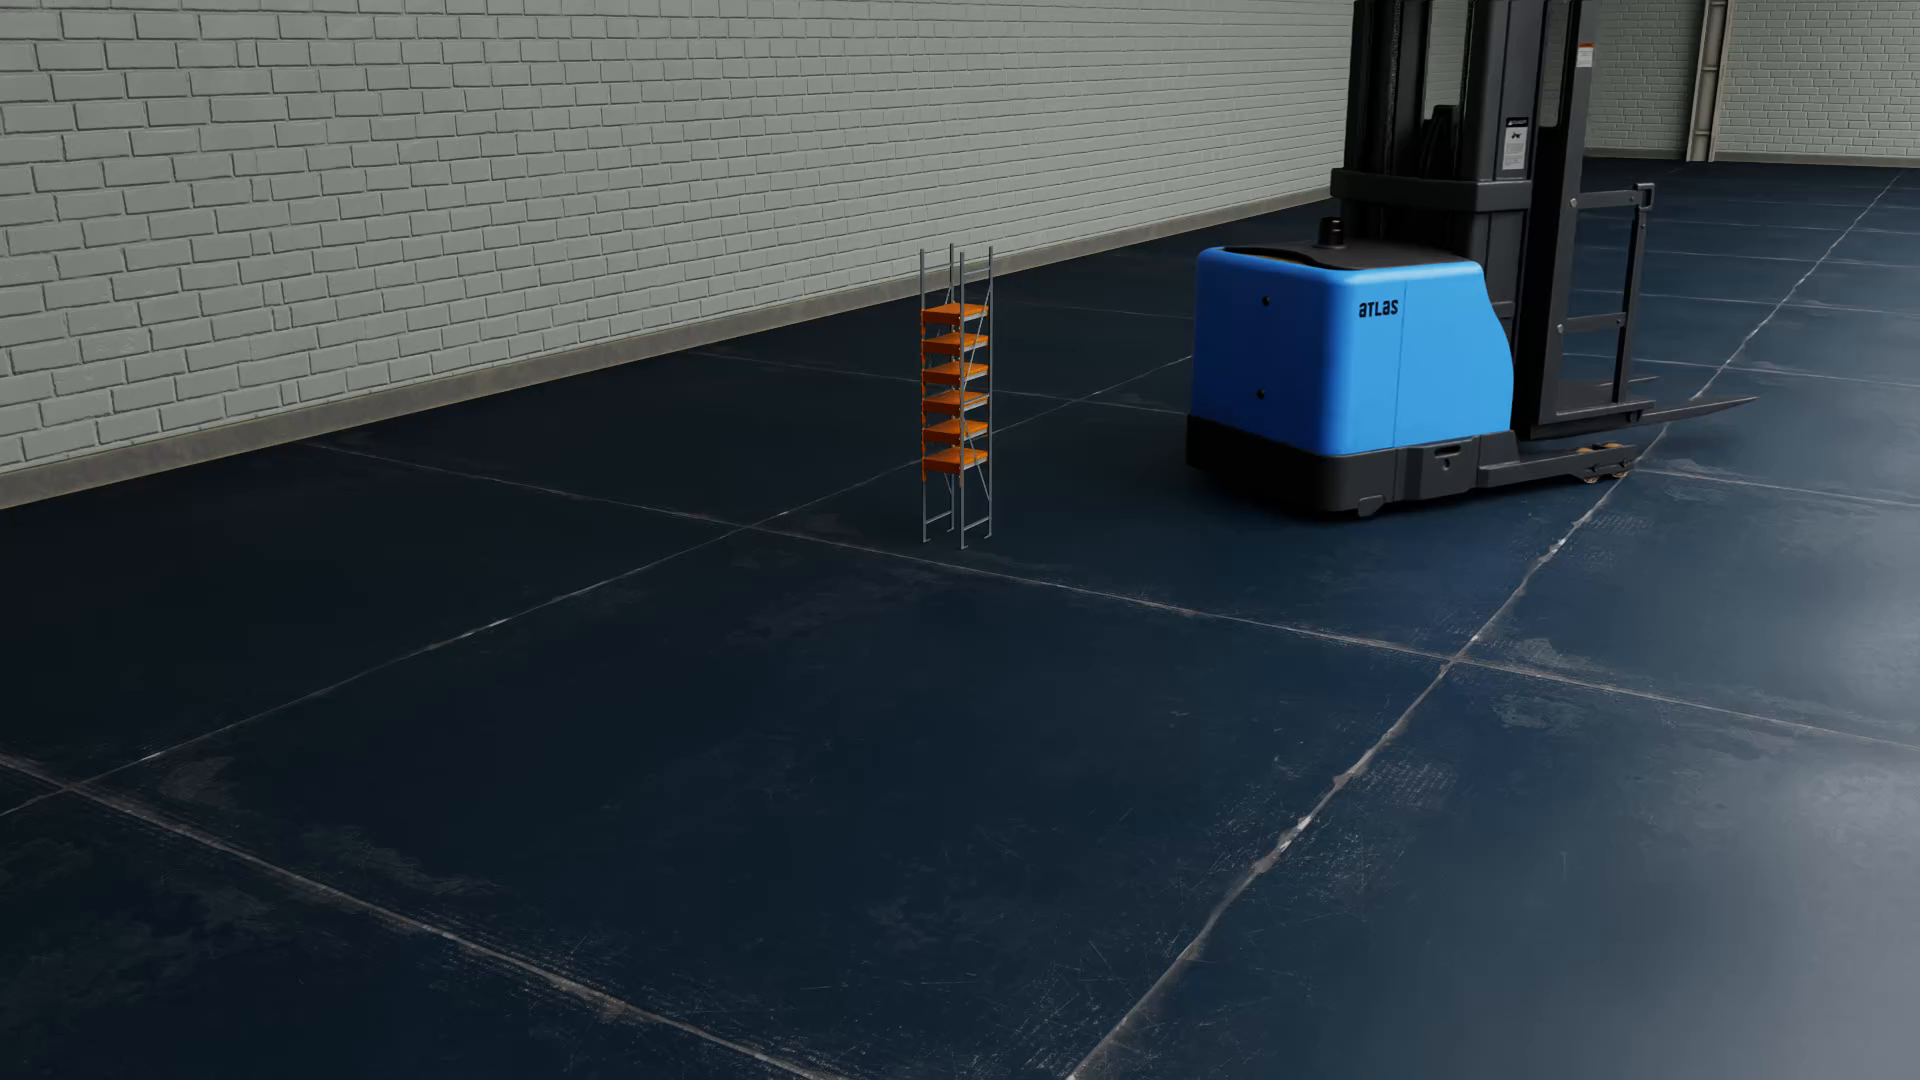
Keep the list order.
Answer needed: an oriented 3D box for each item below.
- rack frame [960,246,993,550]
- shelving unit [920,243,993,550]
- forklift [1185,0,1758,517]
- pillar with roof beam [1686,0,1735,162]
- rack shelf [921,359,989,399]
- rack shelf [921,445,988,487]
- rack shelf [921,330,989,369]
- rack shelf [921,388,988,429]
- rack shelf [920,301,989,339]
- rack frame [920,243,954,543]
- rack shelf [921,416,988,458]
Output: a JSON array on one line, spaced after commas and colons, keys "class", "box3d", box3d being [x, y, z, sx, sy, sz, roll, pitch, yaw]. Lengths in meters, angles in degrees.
[{"class": "rack frame", "box3d": [0.066, -0.562, 6.668, 0.006, 1.200, 0.240, 10, 20, 30]}, {"class": "shelving unit", "box3d": [-0.012, -0.576, 6.714, 0.189, 1.200, 0.258, 10, 20, 30]}, {"class": "forklift", "box3d": [2.602, -1.789, 7.728, 3.031, 2.935, 1.130, -9, 19, -28]}, {"class": "pillar with roof beam", "box3d": [10.025, -9.531, 22.777, 0.400, 9.000, 9.100, 10, 20, 30]}, {"class": "rack shelf", "box3d": [-0.012, -0.649, 6.692, 0.180, 0.103, 0.258, 10, 20, 30]}, {"class": "rack shelf", "box3d": [-0.012, -0.304, 6.797, 0.180, 0.103, 0.258, 10, 20, 30]}, {"class": "rack shelf", "box3d": [-0.012, -0.763, 6.657, 0.180, 0.103, 0.258, 10, 20, 30]}, {"class": "rack shelf", "box3d": [-0.012, -0.534, 6.727, 0.180, 0.103, 0.258, 10, 20, 30]}, {"class": "rack shelf", "box3d": [-0.012, -0.878, 6.622, 0.180, 0.103, 0.258, 10, 20, 30]}, {"class": "rack frame", "box3d": [-0.090, -0.590, 6.760, 0.006, 1.200, 0.240, 10, 20, 30]}, {"class": "rack shelf", "box3d": [-0.012, -0.419, 6.762, 0.180, 0.103, 0.258, 10, 20, 30]}]
